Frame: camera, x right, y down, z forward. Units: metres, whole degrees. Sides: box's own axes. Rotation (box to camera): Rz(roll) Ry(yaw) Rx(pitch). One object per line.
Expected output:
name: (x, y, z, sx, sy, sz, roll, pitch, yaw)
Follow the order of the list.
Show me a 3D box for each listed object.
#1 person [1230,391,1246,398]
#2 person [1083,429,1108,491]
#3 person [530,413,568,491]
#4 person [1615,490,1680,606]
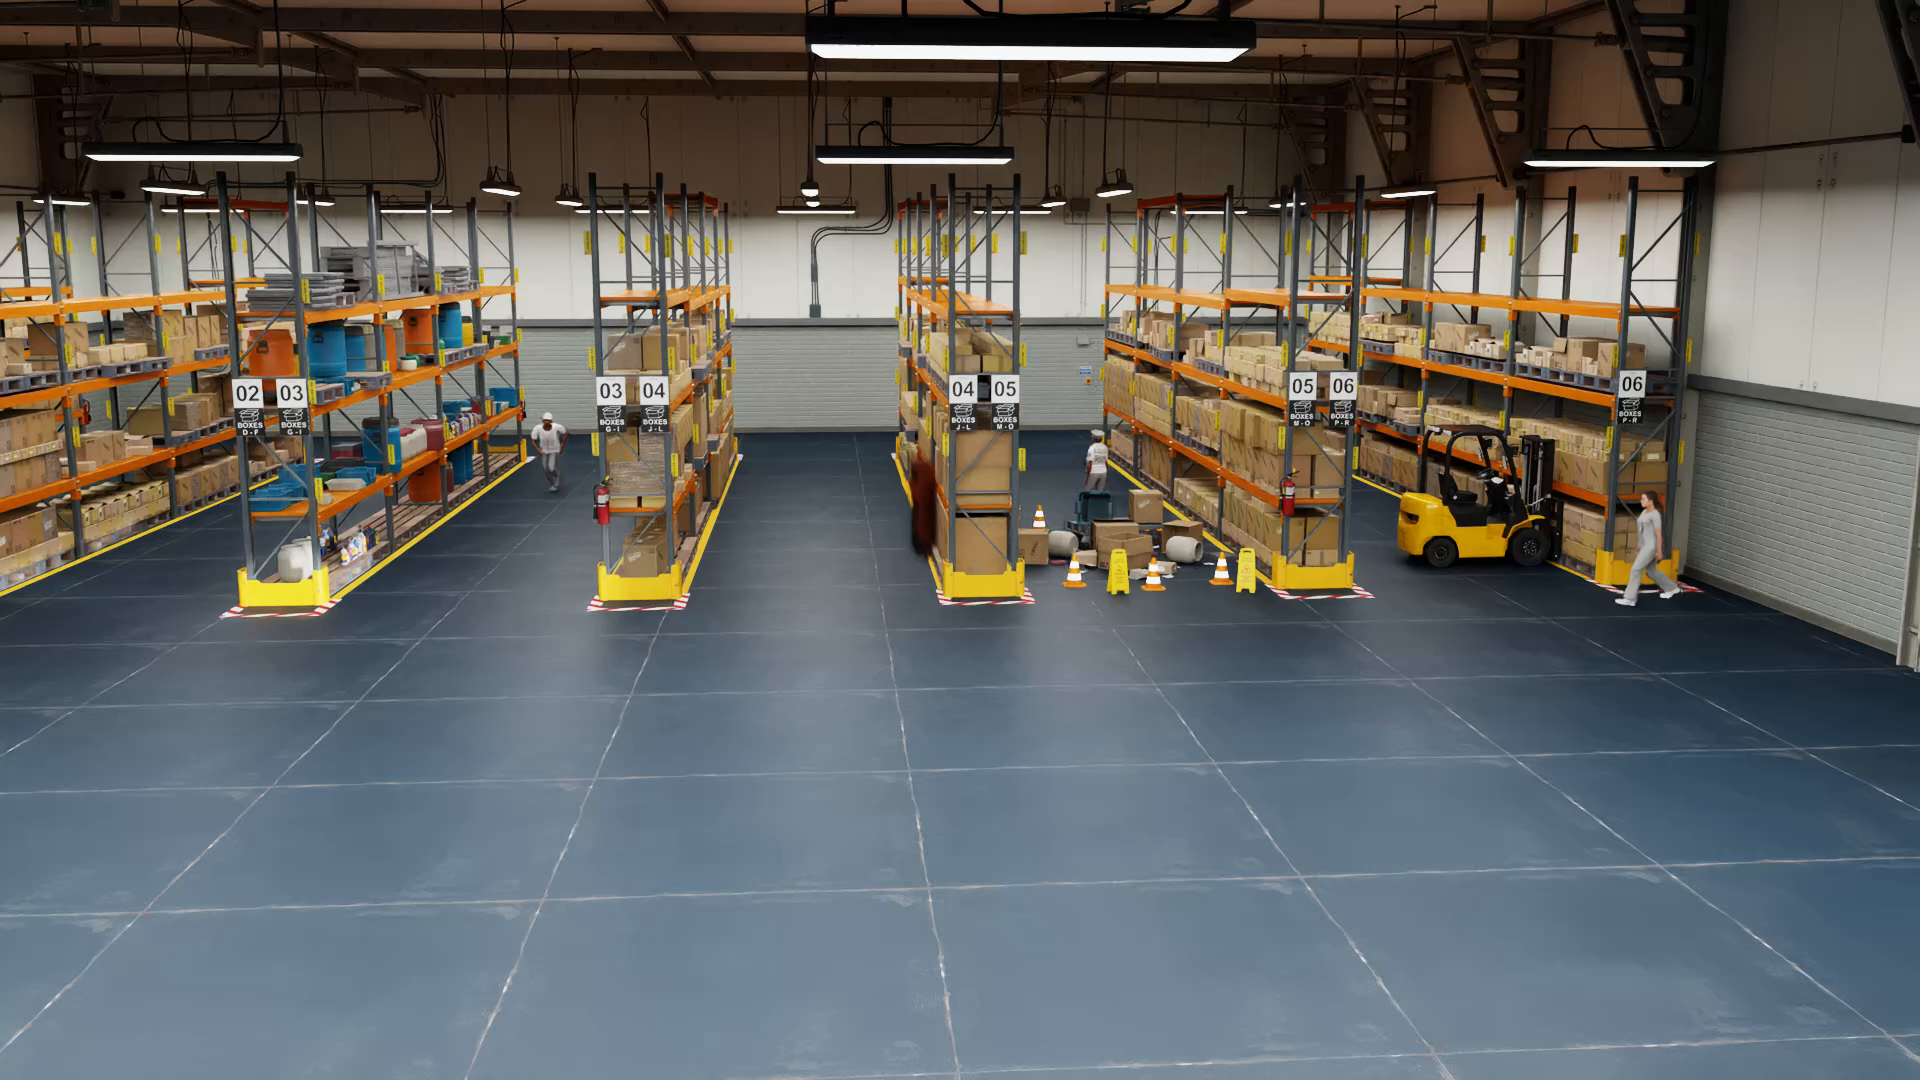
person: (7.369, -3.578, 43.952, 0.592, 1.709, 0.529, -4, 11, -20)
person: (2.499, -1.170, 30.590, 0.500, 1.722, 0.361, -6, 12, -32)
person: (-8.448, -1.815, 34.225, 0.682, 1.653, 0.726, 1, 10, 5)
person: (9.711, 0.110, 23.341, 1.002, 1.629, 0.446, -1, 10, -4)
